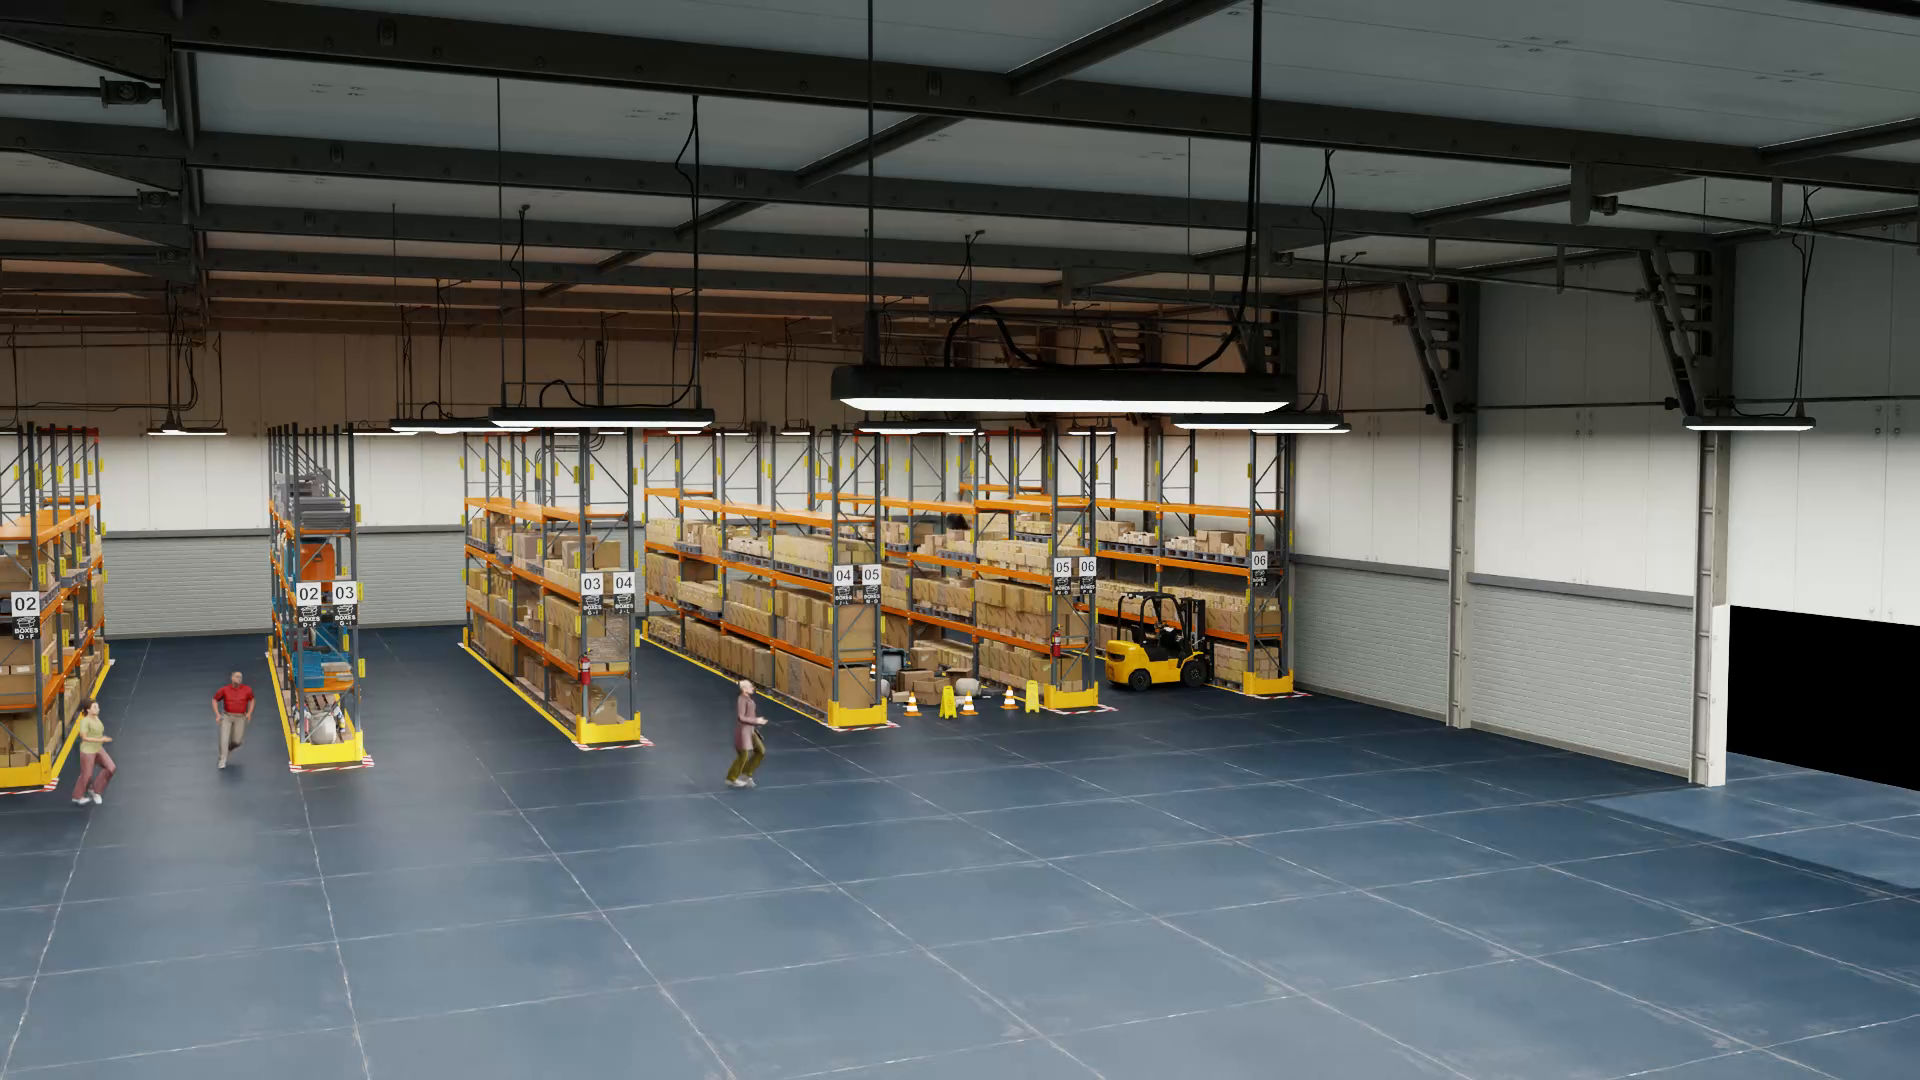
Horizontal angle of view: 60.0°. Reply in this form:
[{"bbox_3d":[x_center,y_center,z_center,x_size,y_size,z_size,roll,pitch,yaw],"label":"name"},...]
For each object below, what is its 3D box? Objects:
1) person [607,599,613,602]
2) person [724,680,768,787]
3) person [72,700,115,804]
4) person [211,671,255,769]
[{"bbox_3d":[-10.233,2.066,47.207,0.742,1.540,0.506,0,3,-1],"label":"person"},{"bbox_3d":[-3.491,3.193,27.199,0.760,1.780,0.697,1,4,9],"label":"person"},{"bbox_3d":[-13.511,3.305,25.905,0.740,1.652,0.544,1,4,10],"label":"person"},{"bbox_3d":[-12.667,3.117,29.016,0.707,1.660,0.535,-2,4,-29],"label":"person"}]
